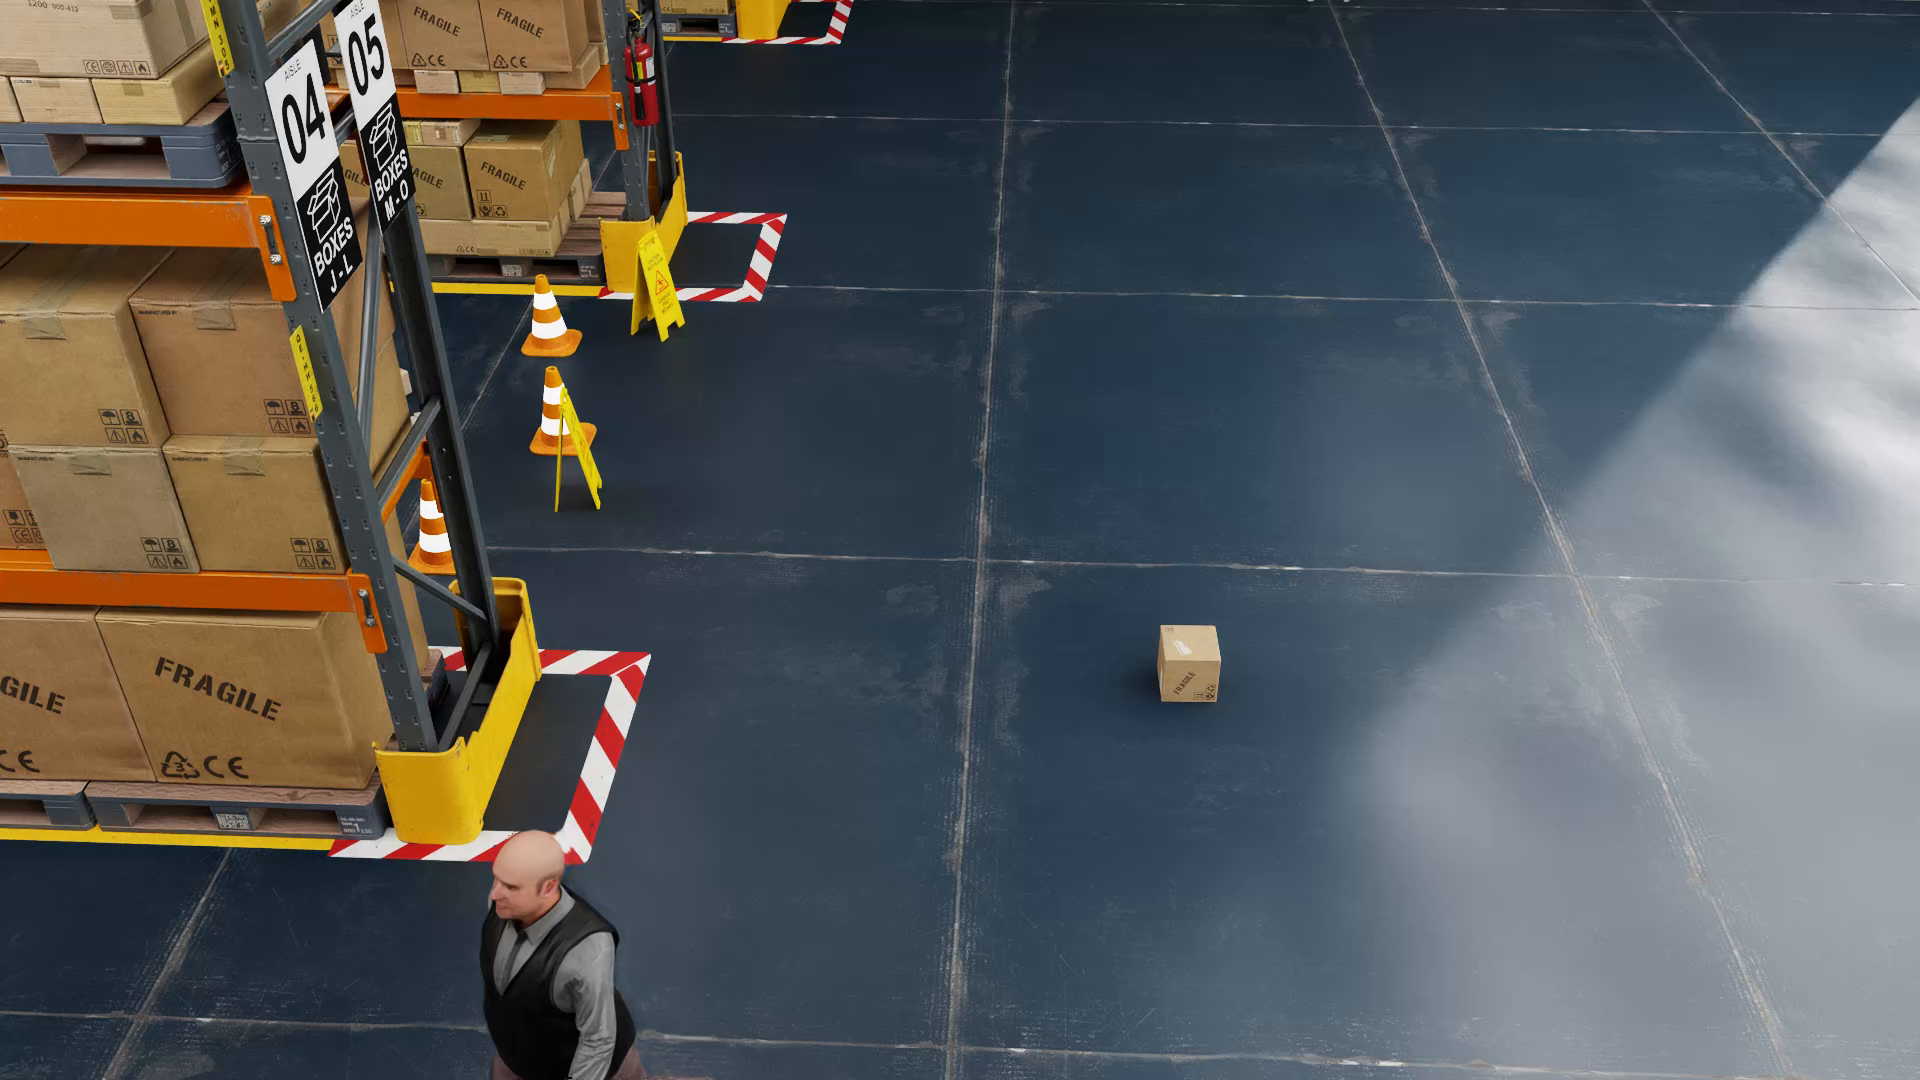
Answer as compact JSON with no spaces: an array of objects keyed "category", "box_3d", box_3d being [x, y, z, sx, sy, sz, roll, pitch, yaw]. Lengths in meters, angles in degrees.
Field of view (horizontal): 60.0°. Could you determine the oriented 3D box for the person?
[{"category":"person","box_3d":[-1.196,1.538,4.982,0.550,1.679,1.038,22,41,28]}]
